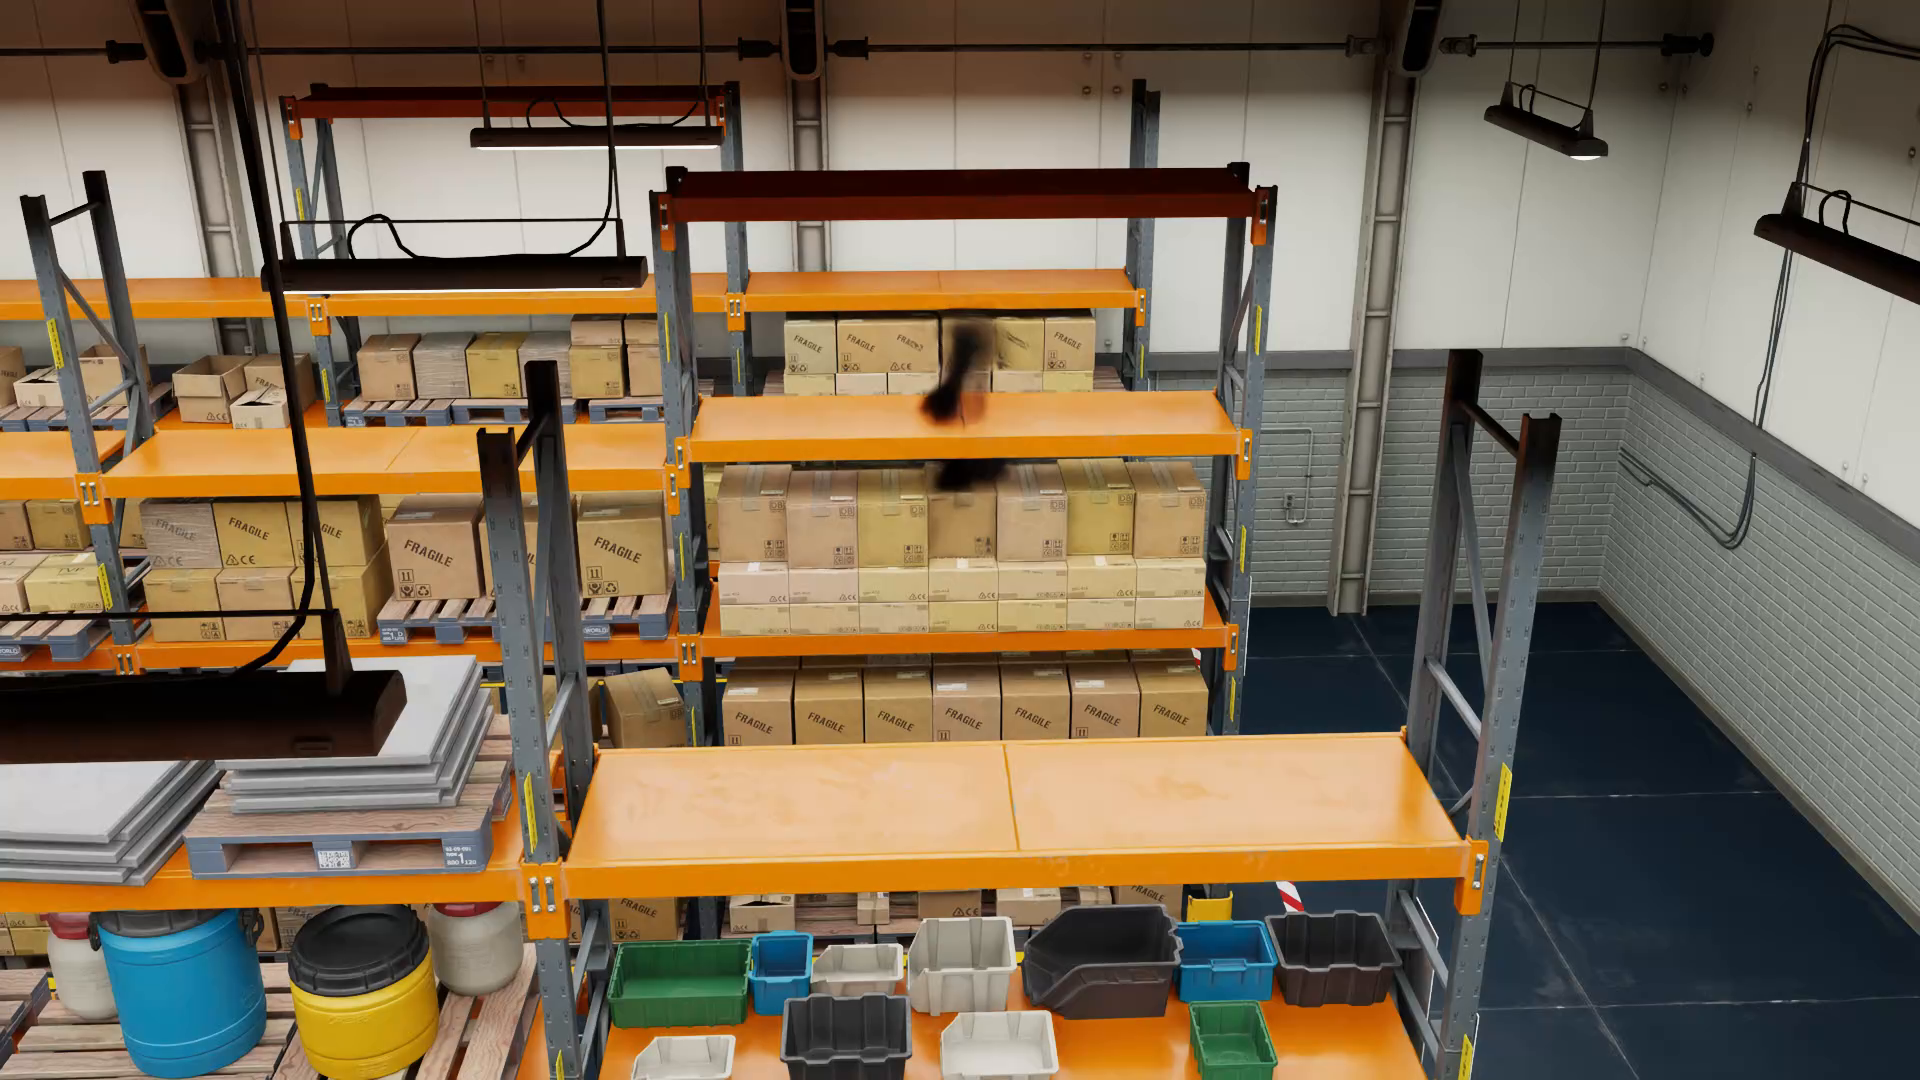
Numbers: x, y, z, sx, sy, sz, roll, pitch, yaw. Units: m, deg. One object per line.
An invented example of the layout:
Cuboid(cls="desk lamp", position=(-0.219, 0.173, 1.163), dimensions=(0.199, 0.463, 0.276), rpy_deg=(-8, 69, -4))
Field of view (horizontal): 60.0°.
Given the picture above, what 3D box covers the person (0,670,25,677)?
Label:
Cuboid(cls="person", position=(-8.379, 1.566, 15.008), dimensions=(0.677, 1.735, 0.643), rpy_deg=(-9, 24, -21))
